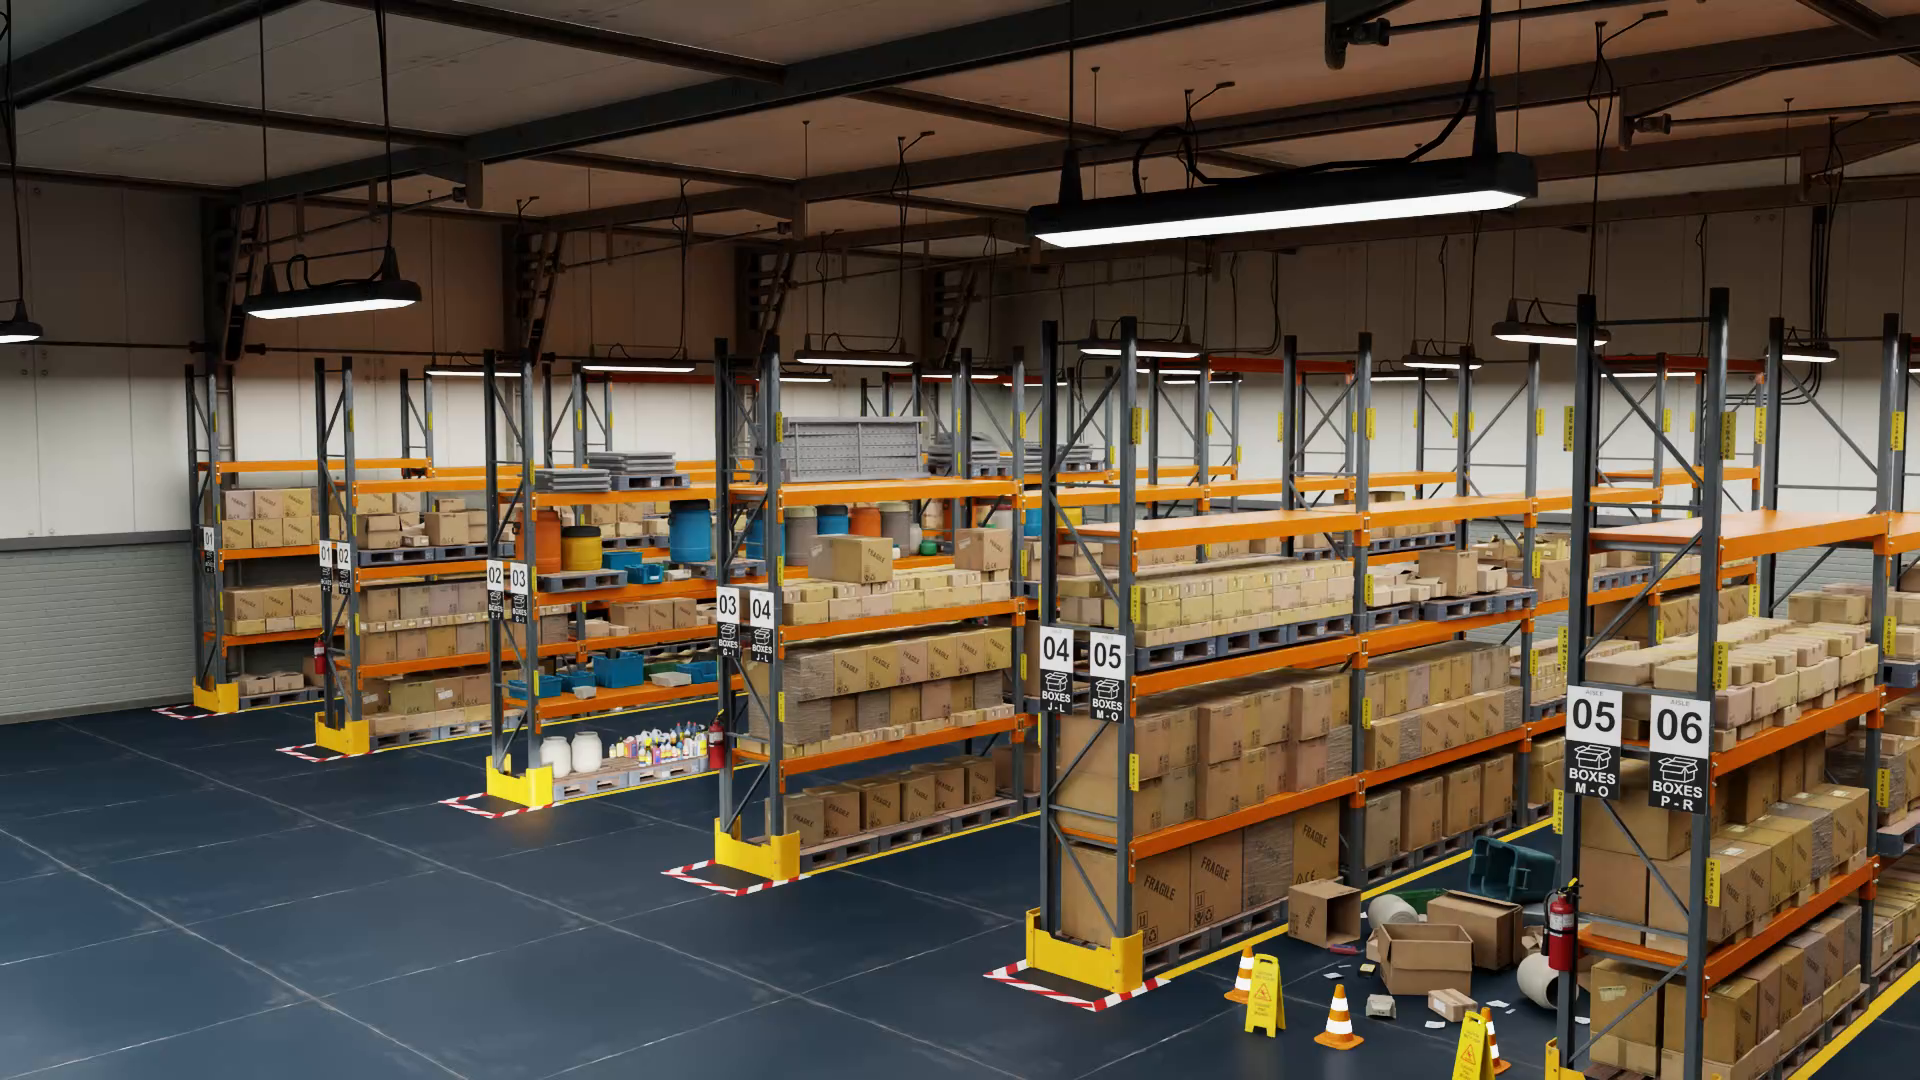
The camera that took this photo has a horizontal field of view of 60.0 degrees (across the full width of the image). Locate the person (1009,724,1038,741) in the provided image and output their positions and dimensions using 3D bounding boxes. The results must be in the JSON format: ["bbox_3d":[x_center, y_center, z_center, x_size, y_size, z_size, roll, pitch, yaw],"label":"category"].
[{"bbox_3d":[0.892,2.324,24.784,0.639,1.489,0.548,-4,6,-44],"label":"person"}]

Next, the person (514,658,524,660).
[{"bbox_3d":[-8.210,1.962,30.790,0.449,1.674,0.499,-3,5,-35],"label":"person"}]
